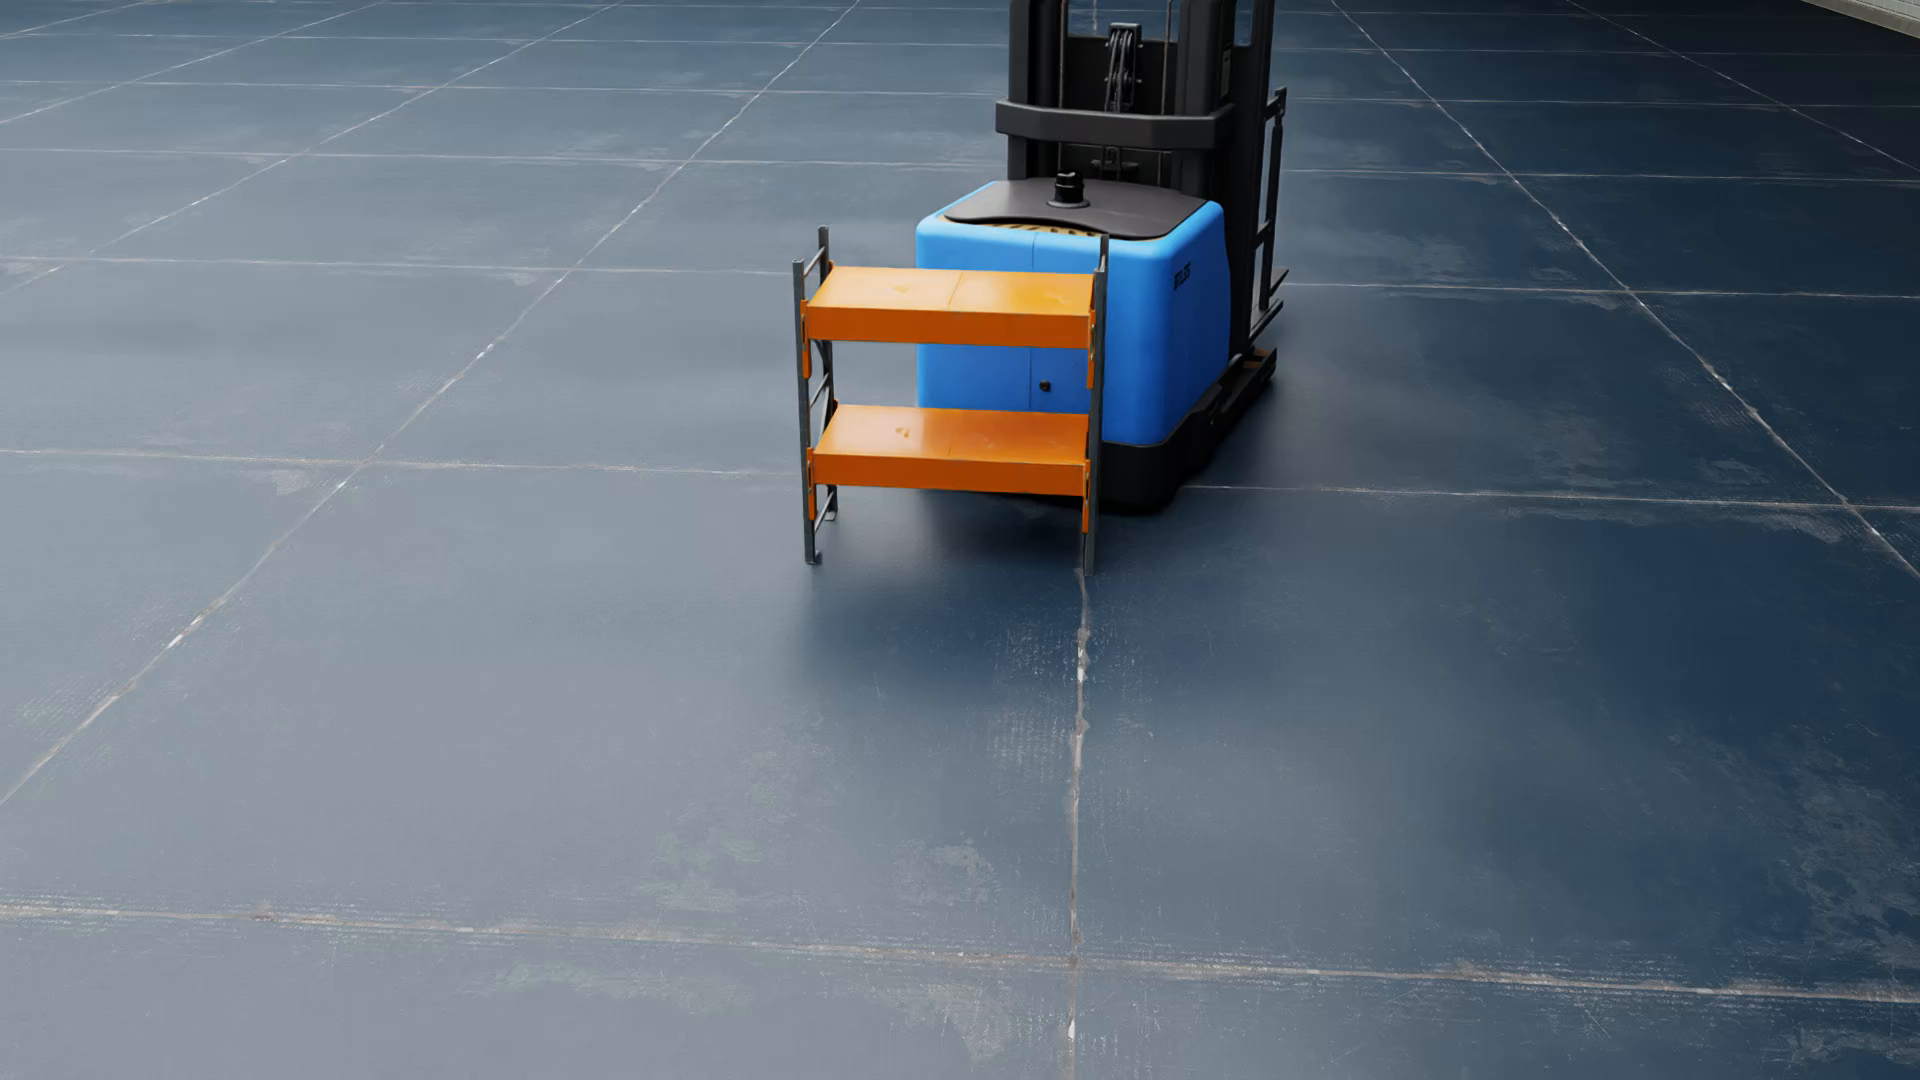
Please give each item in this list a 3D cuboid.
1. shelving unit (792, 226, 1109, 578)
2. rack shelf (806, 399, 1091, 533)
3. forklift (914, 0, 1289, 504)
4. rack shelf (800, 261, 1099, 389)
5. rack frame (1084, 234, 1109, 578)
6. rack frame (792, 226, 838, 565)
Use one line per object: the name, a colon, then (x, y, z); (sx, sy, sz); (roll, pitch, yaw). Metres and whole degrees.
shelving unit: (-0.016, -0.502, 5.995); (1.048, 1.125, 0.538); (3, 25, 6)
rack shelf: (-0.016, -0.280, 6.098); (1.000, 0.278, 0.538); (3, 25, 6)
forklift: (0.852, -2.056, 7.212); (1.130, 2.935, 3.031); (10, 27, 21)
rack shelf: (-0.016, -0.768, 5.873); (1.000, 0.278, 0.538); (3, 25, 6)
rack frame: (0.489, -0.478, 5.943); (0.032, 1.125, 0.500); (3, 25, 6)
rack frame: (-0.521, -0.526, 6.047); (0.032, 1.125, 0.500); (3, 25, 6)
